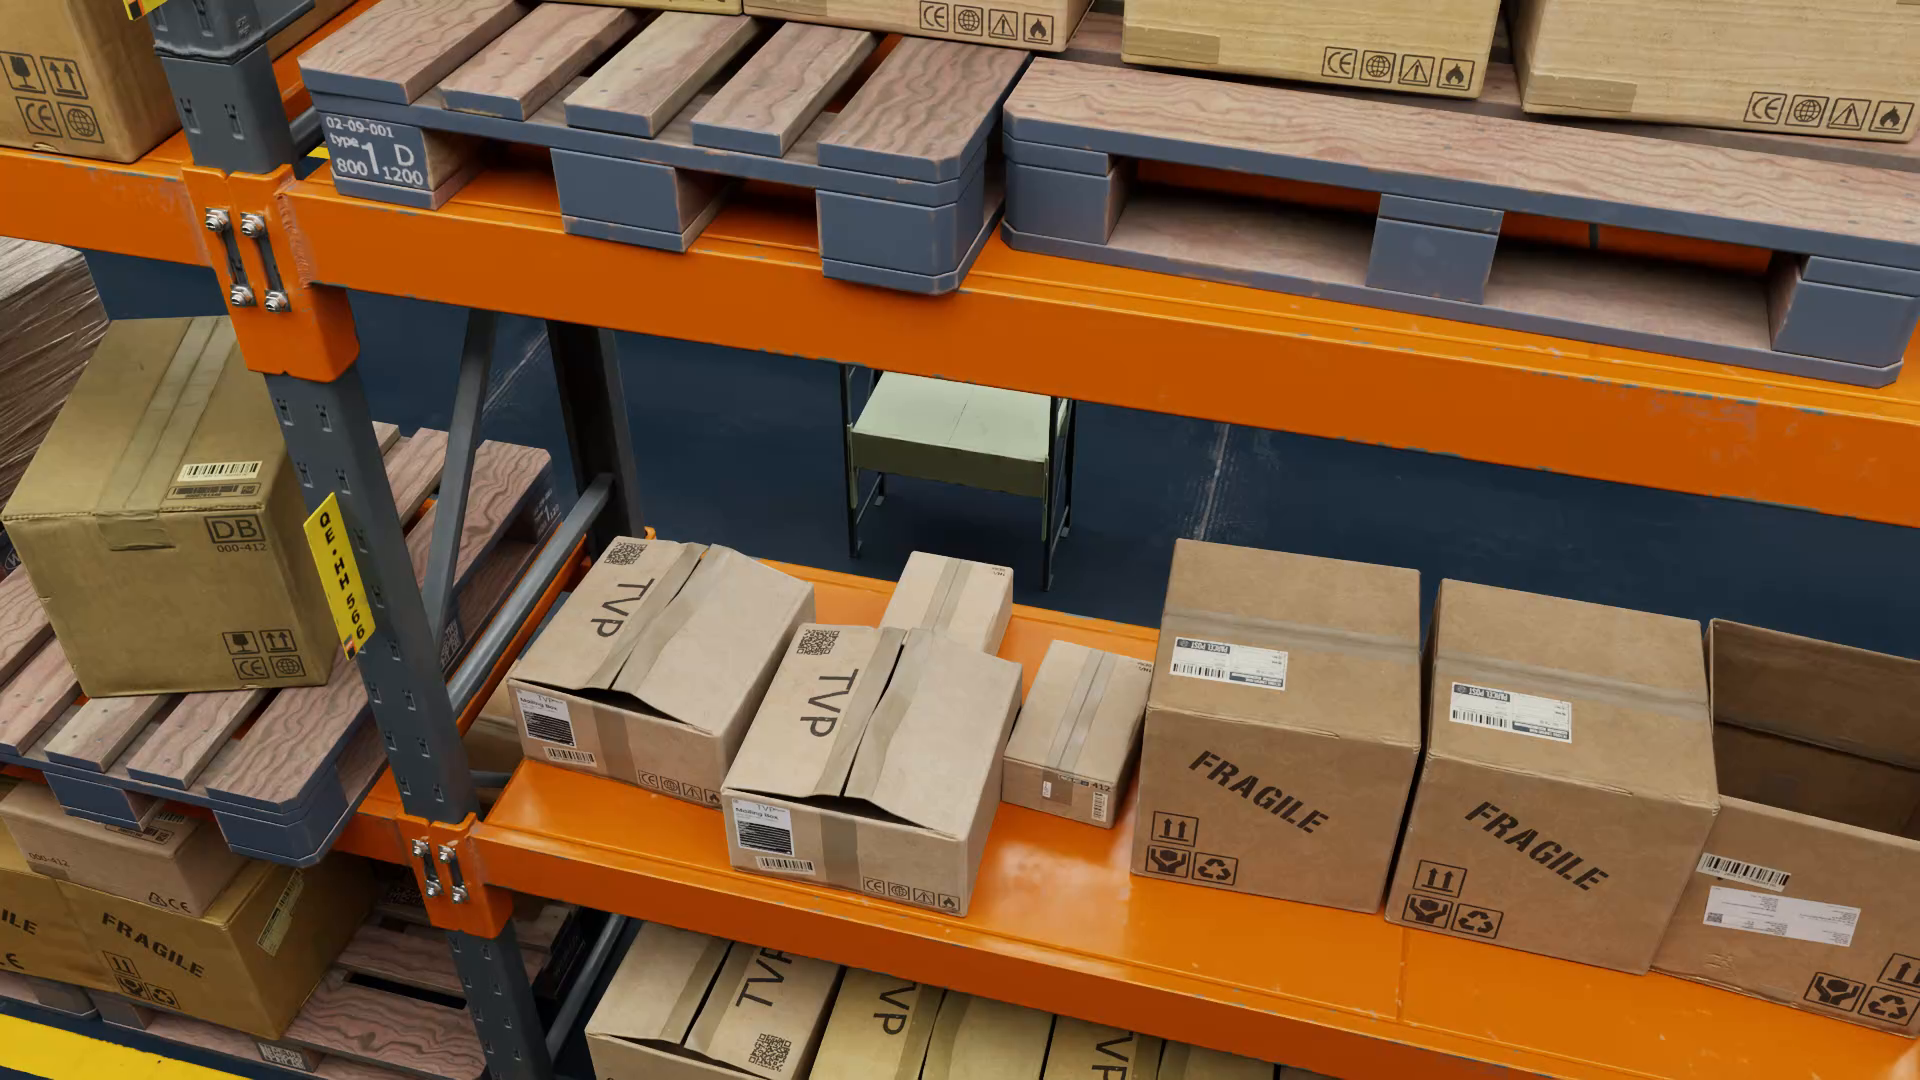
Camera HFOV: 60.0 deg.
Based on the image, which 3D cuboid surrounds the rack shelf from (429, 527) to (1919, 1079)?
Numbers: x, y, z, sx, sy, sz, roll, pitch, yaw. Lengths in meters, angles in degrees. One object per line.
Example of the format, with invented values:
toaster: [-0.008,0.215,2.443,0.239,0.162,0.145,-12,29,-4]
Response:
rack shelf: [0.949,0.750,3.584,4.000,0.370,1.077,10,41,11]

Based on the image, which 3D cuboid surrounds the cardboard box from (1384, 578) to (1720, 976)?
cardboard box: [1.151,0.460,3.292,0.500,0.500,0.500,10,41,11]

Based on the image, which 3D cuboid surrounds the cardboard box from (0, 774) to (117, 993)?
cardboard box: [-2.447,0.835,4.525,0.500,0.500,0.500,8,41,10]

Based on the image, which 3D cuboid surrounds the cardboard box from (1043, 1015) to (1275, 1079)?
cardboard box: [0.449,1.258,3.796,0.500,0.311,0.500,9,41,10]

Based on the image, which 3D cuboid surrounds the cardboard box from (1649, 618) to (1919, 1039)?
cardboard box: [1.635,0.544,3.193,0.500,0.500,0.500,13,42,15]

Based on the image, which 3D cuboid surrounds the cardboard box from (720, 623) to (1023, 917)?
cardboard box: [-0.169,0.446,3.456,0.500,0.311,0.500,9,41,11]

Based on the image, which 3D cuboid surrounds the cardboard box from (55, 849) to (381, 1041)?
cardboard box: [-1.947,0.922,4.422,0.500,0.500,0.500,11,41,13]

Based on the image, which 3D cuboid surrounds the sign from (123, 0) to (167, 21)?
sign: [-1.125,-0.867,2.216,0.005,0.325,0.100,10,41,11]

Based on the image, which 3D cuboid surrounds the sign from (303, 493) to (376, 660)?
sign: [-1.114,0.068,2.998,0.005,0.325,0.100,10,41,11]

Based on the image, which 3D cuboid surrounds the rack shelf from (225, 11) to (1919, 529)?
rack shelf: [0.949,-0.398,2.619,4.000,0.370,1.077,10,41,11]

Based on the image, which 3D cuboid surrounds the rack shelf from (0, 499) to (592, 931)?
rack shelf: [-2.915,0.085,4.375,4.000,0.370,1.077,10,41,11]

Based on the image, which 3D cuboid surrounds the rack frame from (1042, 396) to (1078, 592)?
rack frame: [0.360,-0.512,5.694,0.023,1.500,0.400,10,41,11]

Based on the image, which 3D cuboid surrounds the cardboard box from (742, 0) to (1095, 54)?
cardboard box: [-0.019,-0.993,2.558,0.500,0.250,0.500,11,41,13]

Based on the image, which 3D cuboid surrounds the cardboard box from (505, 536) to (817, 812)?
cardboard box: [-0.643,0.264,3.672,0.500,0.311,0.500,12,42,14]

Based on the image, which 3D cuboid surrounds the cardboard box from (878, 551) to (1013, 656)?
cardboard box: [-0.042,0.216,3.855,0.250,0.149,0.380,10,41,11]

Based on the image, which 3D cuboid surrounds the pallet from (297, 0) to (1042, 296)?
pallet: [-0.304,-0.877,2.776,1.003,0.211,1.213,12,41,13]

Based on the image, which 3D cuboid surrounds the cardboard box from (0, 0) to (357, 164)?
cardboard box: [-1.413,-1.096,2.813,0.500,0.500,0.910,10,41,11]

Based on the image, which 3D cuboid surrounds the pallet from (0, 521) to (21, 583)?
pallet: [-2.862,-0.105,4.191,1.213,0.211,1.003,10,41,11]

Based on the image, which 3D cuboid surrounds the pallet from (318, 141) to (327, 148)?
pallet: [-2.828,-2.377,8.917,1.213,0.211,1.003,10,41,11]

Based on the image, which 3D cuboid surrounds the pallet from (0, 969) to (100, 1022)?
pallet: [-2.869,0.859,5.064,1.213,0.211,1.003,10,41,11]

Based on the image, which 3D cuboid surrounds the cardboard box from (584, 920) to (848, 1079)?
cardboard box: [-0.553,1.089,3.996,0.500,0.311,0.500,11,41,13]

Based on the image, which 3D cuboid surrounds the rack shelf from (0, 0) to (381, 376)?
rack shelf: [-2.915,-1.063,3.411,4.000,0.370,1.077,10,41,11]

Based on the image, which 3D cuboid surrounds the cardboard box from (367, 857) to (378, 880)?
cardboard box: [-1.856,0.594,4.811,0.500,0.500,0.500,8,41,10]

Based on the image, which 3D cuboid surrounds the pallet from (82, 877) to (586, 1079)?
pallet: [-1.694,1.063,4.821,1.213,0.211,1.003,10,41,11]

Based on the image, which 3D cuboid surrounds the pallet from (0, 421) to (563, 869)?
pallet: [-1.656,0.147,3.892,1.003,0.211,1.213,10,41,11]

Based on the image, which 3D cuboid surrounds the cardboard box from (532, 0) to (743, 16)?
cardboard box: [-0.530,-1.069,2.648,0.500,0.250,0.500,7,41,8]

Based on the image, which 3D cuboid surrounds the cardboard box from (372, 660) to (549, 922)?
cardboard box: [-1.348,0.678,4.712,0.500,0.500,0.500,11,41,13]

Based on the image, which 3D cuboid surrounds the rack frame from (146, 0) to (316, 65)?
rack frame: [-0.983,-2.155,1.819,0.127,3.000,1.000,10,41,11]

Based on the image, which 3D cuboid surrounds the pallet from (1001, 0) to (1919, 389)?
pallet: [0.777,-0.693,2.557,1.213,0.211,1.003,12,41,13]

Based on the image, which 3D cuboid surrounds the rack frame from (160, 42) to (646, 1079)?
rack frame: [-0.983,0.142,3.748,0.127,3.000,1.000,10,41,11]

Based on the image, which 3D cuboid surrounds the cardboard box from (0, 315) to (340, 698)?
cardboard box: [-1.620,-0.091,3.622,0.500,0.500,0.700,-3,40,-3]

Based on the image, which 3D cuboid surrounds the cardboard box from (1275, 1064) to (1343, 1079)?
cardboard box: [0.946,1.343,3.694,0.500,0.311,0.500,9,41,11]

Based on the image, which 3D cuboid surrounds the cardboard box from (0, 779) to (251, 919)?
cardboard box: [-2.002,0.628,4.189,0.500,0.250,0.500,11,41,13]

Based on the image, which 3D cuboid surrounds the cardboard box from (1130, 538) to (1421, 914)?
cardboard box: [0.642,0.373,3.396,0.500,0.500,0.500,8,41,9]

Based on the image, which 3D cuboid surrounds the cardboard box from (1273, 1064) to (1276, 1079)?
cardboard box: [0.932,1.555,3.877,0.500,0.250,0.500,11,41,12]

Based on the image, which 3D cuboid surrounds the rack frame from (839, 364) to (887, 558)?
rack frame: [-0.347,-0.634,5.839,0.023,1.500,0.400,10,41,11]

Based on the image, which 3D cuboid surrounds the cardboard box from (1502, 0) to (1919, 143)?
cardboard box: [1.050,-0.801,2.329,0.500,0.250,0.500,7,40,8]

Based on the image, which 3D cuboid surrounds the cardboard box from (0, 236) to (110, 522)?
cardboard box: [-2.454,-0.362,3.944,0.500,0.500,0.700,17,43,20]

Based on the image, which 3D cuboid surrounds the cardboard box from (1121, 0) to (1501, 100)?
cardboard box: [0.531,-0.891,2.436,0.500,0.250,0.500,9,41,11]

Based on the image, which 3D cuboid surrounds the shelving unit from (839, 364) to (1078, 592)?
shelving unit: [0.006,-0.573,5.766,0.755,1.500,0.431,10,41,11]

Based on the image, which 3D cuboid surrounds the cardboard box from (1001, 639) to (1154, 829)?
cardboard box: [0.264,0.416,3.618,0.250,0.149,0.380,13,42,15]

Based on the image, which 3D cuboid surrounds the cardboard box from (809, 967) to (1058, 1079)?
cardboard box: [-0.043,1.171,3.898,0.500,0.311,0.500,9,41,10]

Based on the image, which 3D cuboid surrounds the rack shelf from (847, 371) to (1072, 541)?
rack shelf: [0.006,-0.324,5.976,0.720,0.370,0.431,10,41,11]
